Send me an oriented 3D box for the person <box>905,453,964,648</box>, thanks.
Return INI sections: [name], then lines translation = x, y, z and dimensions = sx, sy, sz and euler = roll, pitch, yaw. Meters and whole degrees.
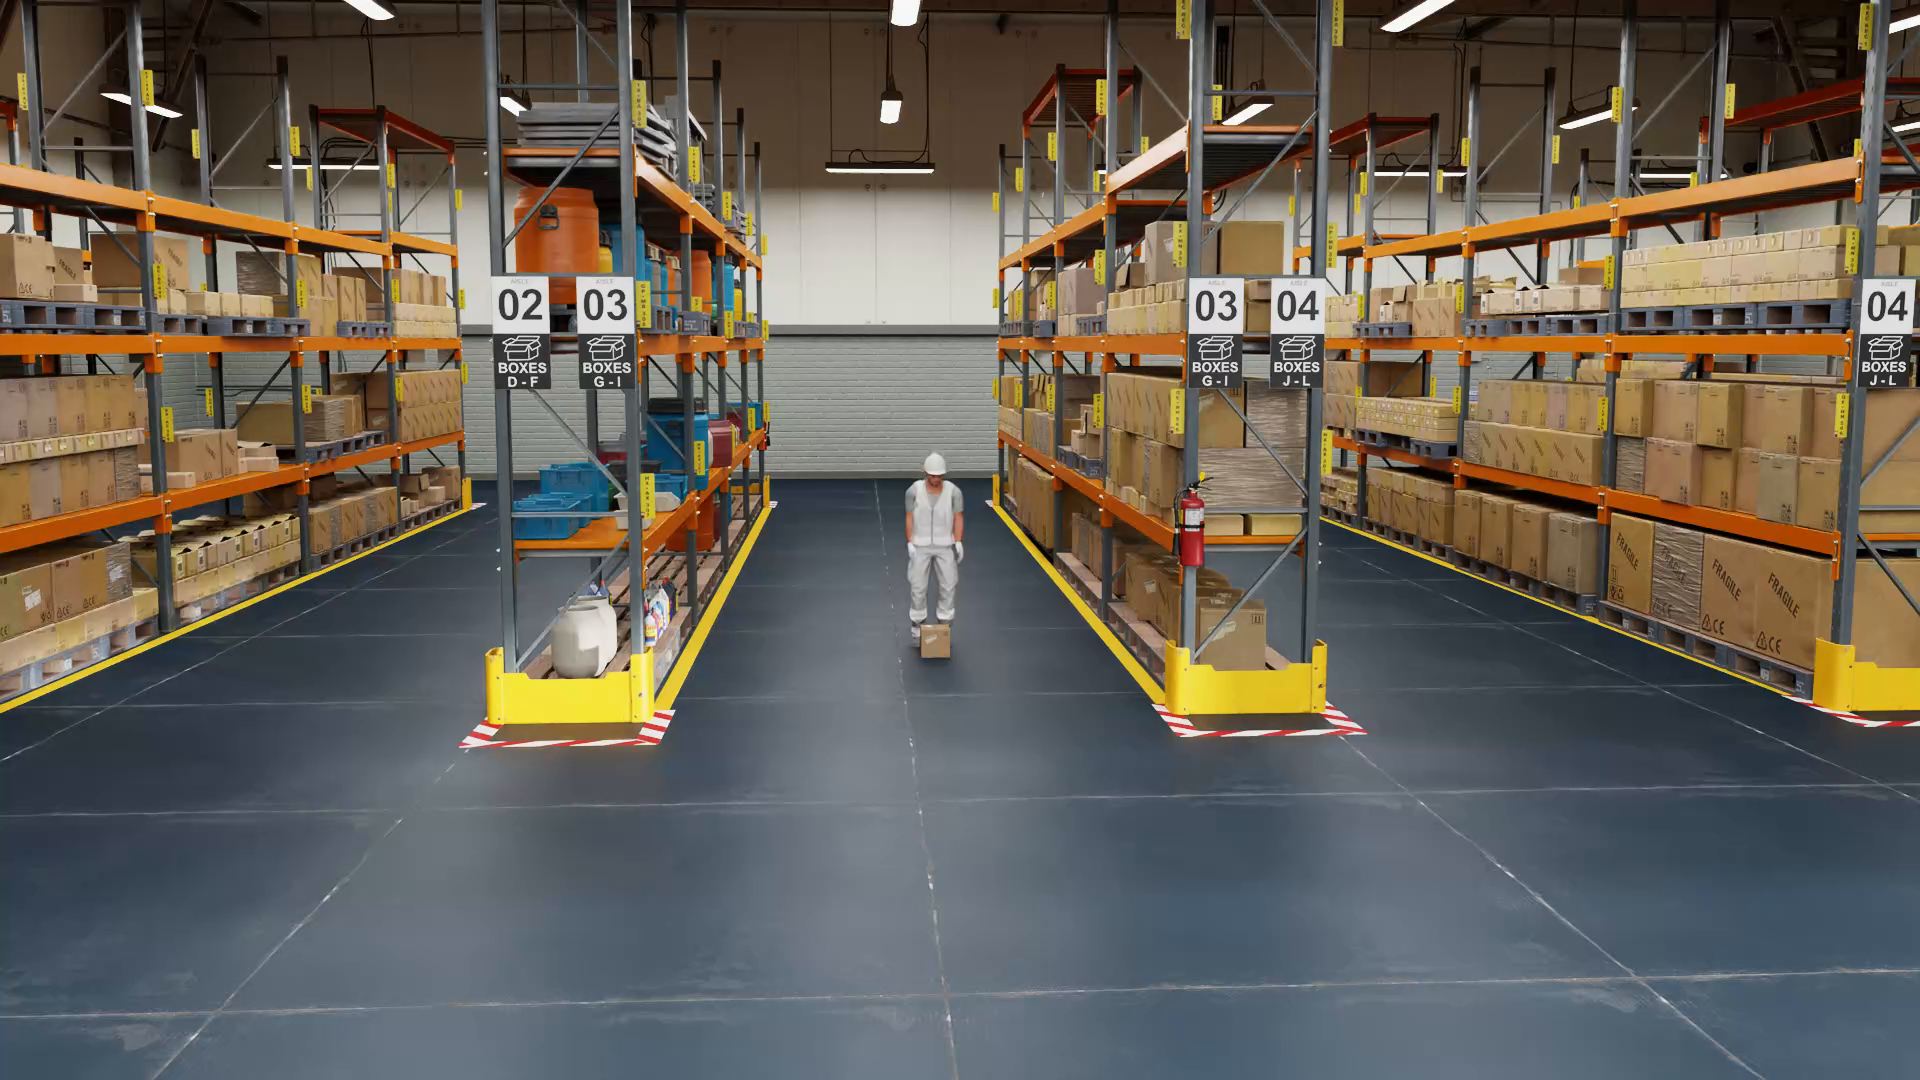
[person]
translation = -0.228, 0.090, 15.016
dimensions = 0.536, 1.758, 0.413
euler = 0, 7, -2
